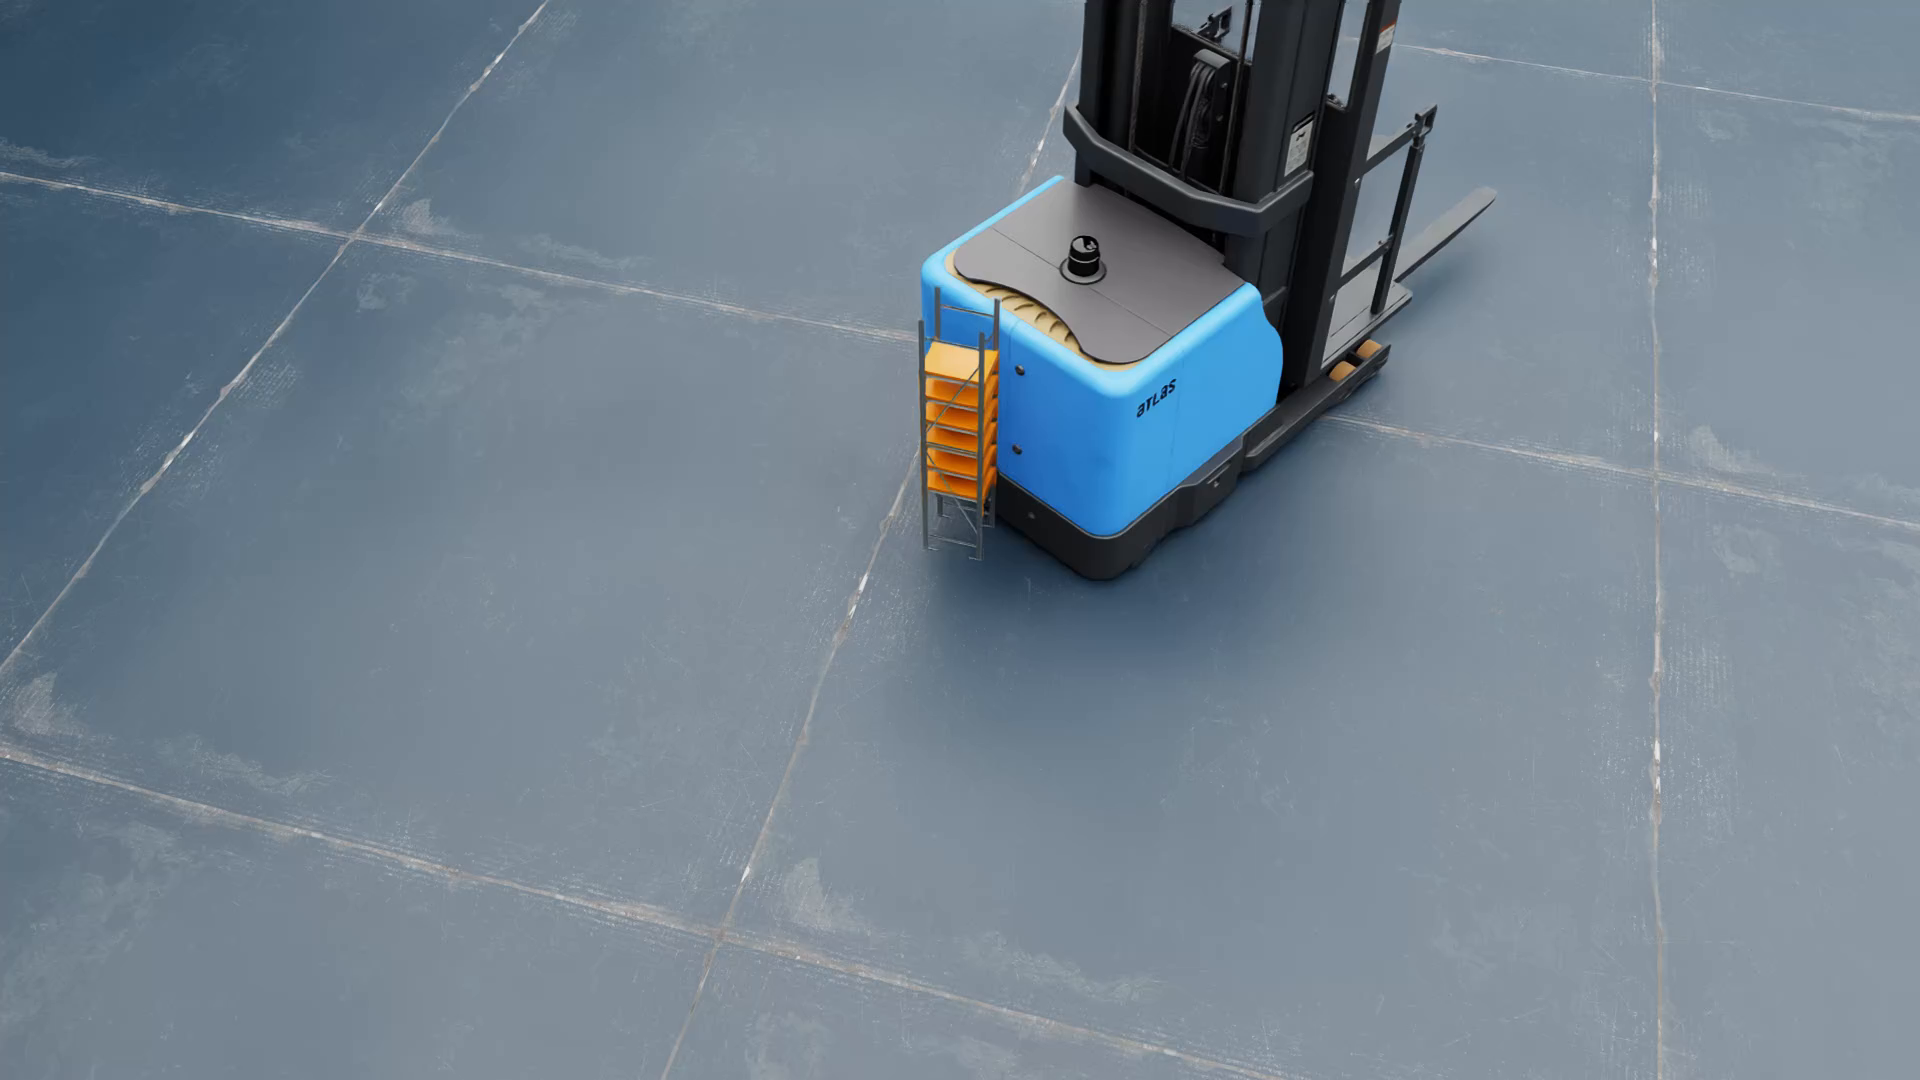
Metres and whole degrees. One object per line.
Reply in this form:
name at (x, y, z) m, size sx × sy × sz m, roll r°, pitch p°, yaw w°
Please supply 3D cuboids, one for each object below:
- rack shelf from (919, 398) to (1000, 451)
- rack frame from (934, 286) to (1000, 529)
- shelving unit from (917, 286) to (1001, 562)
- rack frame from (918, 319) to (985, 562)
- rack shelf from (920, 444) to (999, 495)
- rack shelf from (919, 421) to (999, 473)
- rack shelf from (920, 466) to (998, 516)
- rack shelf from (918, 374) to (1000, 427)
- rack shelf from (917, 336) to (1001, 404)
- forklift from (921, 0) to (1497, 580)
rack shelf at (-0.002, -0.454, 6.169) m, size 0.258 × 0.103 × 0.180 m, roll 13°, pitch 50°, yaw 11°
rack frame at (0.025, -0.470, 6.283) m, size 0.240 × 1.200 × 0.006 m, roll 13°, pitch 50°, yaw 11°
shelving unit at (-0.002, -0.404, 6.225) m, size 0.258 × 1.200 × 0.189 m, roll 13°, pitch 50°, yaw 11°
rack frame at (-0.030, -0.339, 6.168) m, size 0.240 × 1.200 × 0.006 m, roll 13°, pitch 50°, yaw 11°
rack shelf at (-0.003, -0.296, 6.349) m, size 0.258 × 0.103 × 0.180 m, roll 13°, pitch 50°, yaw 11°
rack shelf at (-0.002, -0.375, 6.259) m, size 0.258 × 0.103 × 0.180 m, roll 13°, pitch 50°, yaw 11°
rack shelf at (-0.003, -0.216, 6.439) m, size 0.258 × 0.103 × 0.180 m, roll 13°, pitch 50°, yaw 11°
rack shelf at (-0.002, -0.534, 6.079) m, size 0.258 × 0.103 × 0.180 m, roll 13°, pitch 50°, yaw 11°
rack shelf at (-0.002, -0.613, 5.989) m, size 0.258 × 0.103 × 0.180 m, roll 13°, pitch 50°, yaw 11°
forklift at (1.229, -1.821, 6.321) m, size 1.130 × 2.935 × 3.031 m, roll 36°, pitch 58°, yaw 28°
